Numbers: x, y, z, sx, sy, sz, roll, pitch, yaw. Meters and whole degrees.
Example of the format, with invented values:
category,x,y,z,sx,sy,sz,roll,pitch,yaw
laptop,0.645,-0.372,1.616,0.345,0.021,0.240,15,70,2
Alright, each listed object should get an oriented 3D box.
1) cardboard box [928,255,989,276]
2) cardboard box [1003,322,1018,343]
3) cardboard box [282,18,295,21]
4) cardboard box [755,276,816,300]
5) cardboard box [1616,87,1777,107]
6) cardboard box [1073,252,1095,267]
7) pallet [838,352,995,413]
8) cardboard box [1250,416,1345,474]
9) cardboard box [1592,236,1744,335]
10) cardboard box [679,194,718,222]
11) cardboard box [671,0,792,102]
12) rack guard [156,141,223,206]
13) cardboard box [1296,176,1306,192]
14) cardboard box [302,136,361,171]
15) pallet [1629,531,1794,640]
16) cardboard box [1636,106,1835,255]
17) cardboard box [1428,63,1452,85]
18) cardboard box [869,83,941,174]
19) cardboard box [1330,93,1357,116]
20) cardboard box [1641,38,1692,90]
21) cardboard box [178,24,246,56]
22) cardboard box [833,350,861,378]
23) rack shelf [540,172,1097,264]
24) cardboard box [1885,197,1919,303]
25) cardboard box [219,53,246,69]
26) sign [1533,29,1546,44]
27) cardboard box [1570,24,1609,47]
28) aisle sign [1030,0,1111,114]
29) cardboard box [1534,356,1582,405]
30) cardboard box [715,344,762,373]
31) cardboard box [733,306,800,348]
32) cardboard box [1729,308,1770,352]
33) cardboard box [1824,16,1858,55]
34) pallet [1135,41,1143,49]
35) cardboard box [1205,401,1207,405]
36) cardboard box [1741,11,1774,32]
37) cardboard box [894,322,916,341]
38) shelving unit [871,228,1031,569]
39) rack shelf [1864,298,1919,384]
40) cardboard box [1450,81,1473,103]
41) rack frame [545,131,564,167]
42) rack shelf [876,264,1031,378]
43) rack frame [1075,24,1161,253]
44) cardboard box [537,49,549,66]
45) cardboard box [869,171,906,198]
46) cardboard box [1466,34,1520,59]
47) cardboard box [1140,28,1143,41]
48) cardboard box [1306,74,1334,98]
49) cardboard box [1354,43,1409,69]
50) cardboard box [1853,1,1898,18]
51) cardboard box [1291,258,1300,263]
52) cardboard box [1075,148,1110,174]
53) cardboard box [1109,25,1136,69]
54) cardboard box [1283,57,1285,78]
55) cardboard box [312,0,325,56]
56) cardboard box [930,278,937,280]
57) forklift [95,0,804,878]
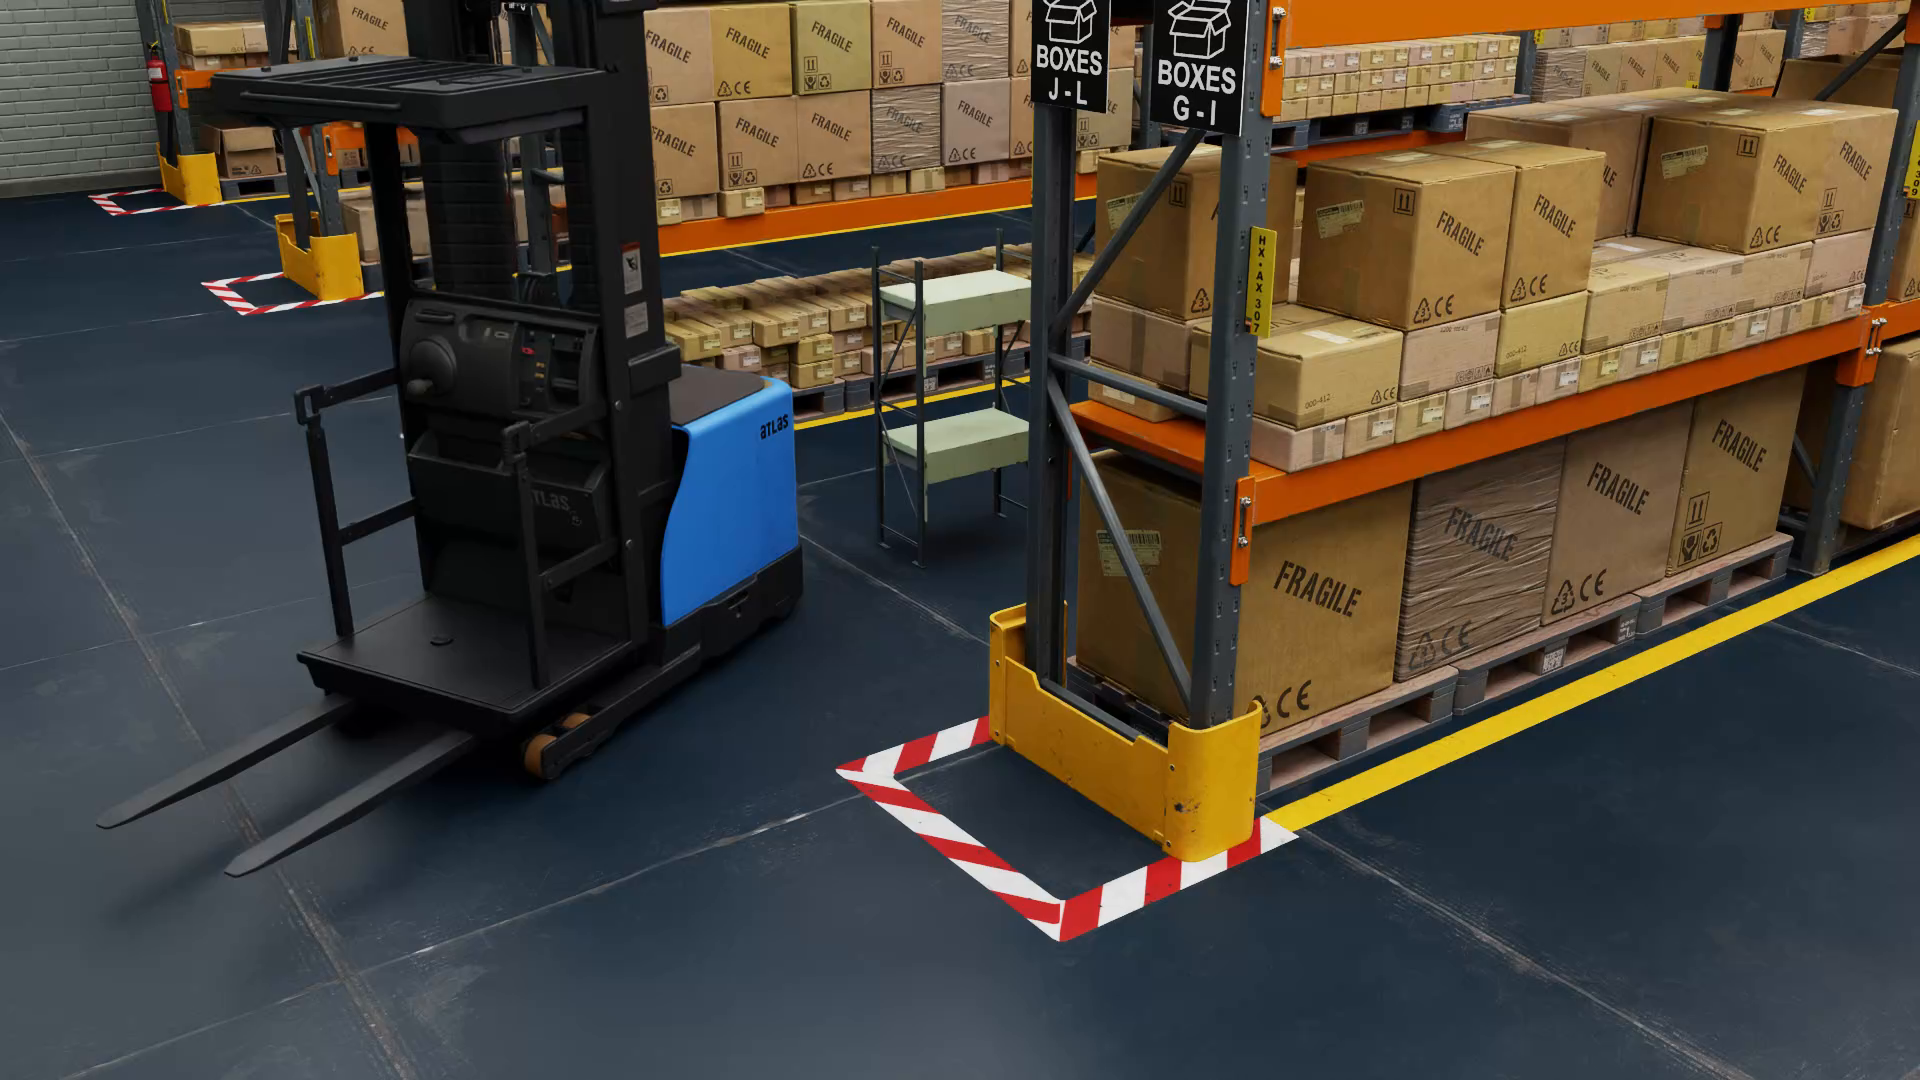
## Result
category,x,y,z,sx,sy,sz,roll,pitch,yaw
cardboard box,-0.013,-1.846,11.452,0.250,0.149,0.380,-16,27,-34
cardboard box,0.180,-1.441,11.240,0.250,0.149,0.380,-16,27,-34
cardboard box,-7.059,-5.444,17.794,0.500,0.250,0.500,-14,26,-31
cardboard box,-1.139,-1.601,10.839,0.250,0.149,0.380,-14,26,-31
cardboard box,3.297,-1.761,7.553,0.500,0.500,0.500,-15,26,-33
cardboard box,0.884,-1.877,11.531,0.250,0.149,0.380,-14,26,-31
pallet,-0.495,-1.169,11.040,1.213,0.211,1.003,-15,26,-33
cardboard box,1.069,-0.366,5.606,0.250,0.149,0.380,-15,26,-32
cardboard box,2.797,-1.042,6.762,0.500,0.250,0.500,-14,26,-32
cardboard box,-1.590,-1.942,9.555,0.250,0.149,0.380,-14,26,-31
cardboard box,-1.301,-2.797,9.473,0.500,0.500,0.500,-14,26,-31
rack guard,-8.040,-3.835,17.332,0.348,0.500,1.175,-15,26,-33
cardboard box,2.622,-2.573,12.592,0.500,0.250,0.500,-14,26,-31
cardboard box,-6.833,-4.291,17.908,0.500,0.500,0.700,-14,26,-31
pallet,3.172,0.065,7.949,1.213,0.211,1.003,-15,26,-33
cardboard box,3.209,-1.501,6.900,0.500,0.500,0.500,-15,26,-32
cardboard box,3.501,-3.554,12.626,0.250,0.149,0.380,-15,26,-33
cardboard box,-0.466,-2.556,10.219,0.500,0.500,0.500,-16,27,-34
cardboard box,2.666,-3.195,12.128,0.250,0.149,0.380,-15,26,-34
cardboard box,6.016,-4.141,14.591,0.500,0.500,0.500,-15,26,-33
cardboard box,-7.576,-5.065,16.844,0.500,0.250,0.500,-15,26,-33
cardboard box,-0.829,-1.151,10.514,0.250,0.149,0.380,-15,26,-33
rack shelf,-0.603,-2.118,10.629,4.000,0.370,1.077,-15,26,-33
cardboard box,4.354,-1.442,7.828,0.500,0.500,0.500,-15,26,-33
cardboard box,-7.495,-4.920,17.019,0.250,0.149,0.380,-14,26,-32
sign,4.592,-4.091,13.146,0.005,0.325,0.100,-15,26,-33
cardboard box,5.047,-4.466,14.057,0.500,0.500,0.700,-15,26,-34
aisle sign,0.354,-1.788,5.321,0.004,0.787,0.394,-15,26,-33
cardboard box,2.111,-0.646,6.306,0.250,0.149,0.380,-15,26,-33
cardboard box,-1.396,-1.107,10.002,0.250,0.149,0.380,-15,26,-33
cardboard box,-1.170,-1.290,10.059,0.250,0.149,0.380,-15,26,-33
cardboard box,3.153,-0.923,7.002,0.250,0.149,0.380,-14,26,-32
cardboard box,8.240,-4.896,16.416,0.550,0.550,0.875,-15,26,-33
pallet,1.811,-5.316,17.929,1.003,0.211,1.213,-15,26,-33
cardboard box,0.895,-0.622,6.246,0.250,0.149,0.380,-15,26,-32
cardboard box,7.115,-5.019,15.442,0.500,0.500,0.700,-15,26,-34
cardboard box,-0.397,-1.422,10.792,0.250,0.149,0.380,-14,25,-30
shelving unit,0.005,-0.698,8.122,0.755,1.500,0.431,-15,26,-33
rack shelf,5.458,-1.470,9.004,4.000,0.370,1.077,-15,26,-33
cardboard box,3.724,-3.476,12.831,0.250,0.149,0.380,-14,26,-32
rack frame,-4.855,-5.845,18.998,0.127,3.000,1.000,-15,26,-33
rack shelf,0.005,-1.061,7.977,0.720,0.370,0.431,-15,26,-33
rack frame,1.020,-2.885,11.580,0.127,3.000,1.000,-15,26,-33
cardboard box,-3.428,-3.887,13.955,0.500,0.500,0.500,-14,26,-31
cardboard box,-0.536,-2.227,10.270,0.250,0.149,0.380,-14,26,-31
cardboard box,4.137,-3.862,12.997,0.250,0.149,0.380,-16,27,-35
cardboard box,1.916,-5.362,17.560,0.250,0.149,0.380,-17,27,-36
cardboard box,2.456,-3.277,11.932,0.250,0.149,0.380,-14,26,-31
cardboard box,3.086,-3.583,12.297,0.250,0.149,0.380,-13,25,-30
cardboard box,8.731,-5.487,16.441,0.550,0.550,0.875,-15,26,-33
cardboard box,1.651,-0.979,6.603,0.500,0.250,0.500,-16,27,-35
cardboard box,0.780,-2.548,11.073,0.250,0.149,0.380,-16,27,-34
cardboard box,0.797,-3.351,10.862,0.500,0.500,0.500,-16,27,-35
cardboard box,2.041,-3.304,11.598,0.250,0.149,0.380,-15,26,-32
cardboard box,-4.947,-4.174,13.325,0.500,0.500,0.500,-14,26,-31
cardboard box,-0.132,-1.573,10.768,0.250,0.149,0.380,-16,27,-35
forklift,-1.844,-0.662,6.100,1.130,2.935,3.031,11,24,26
